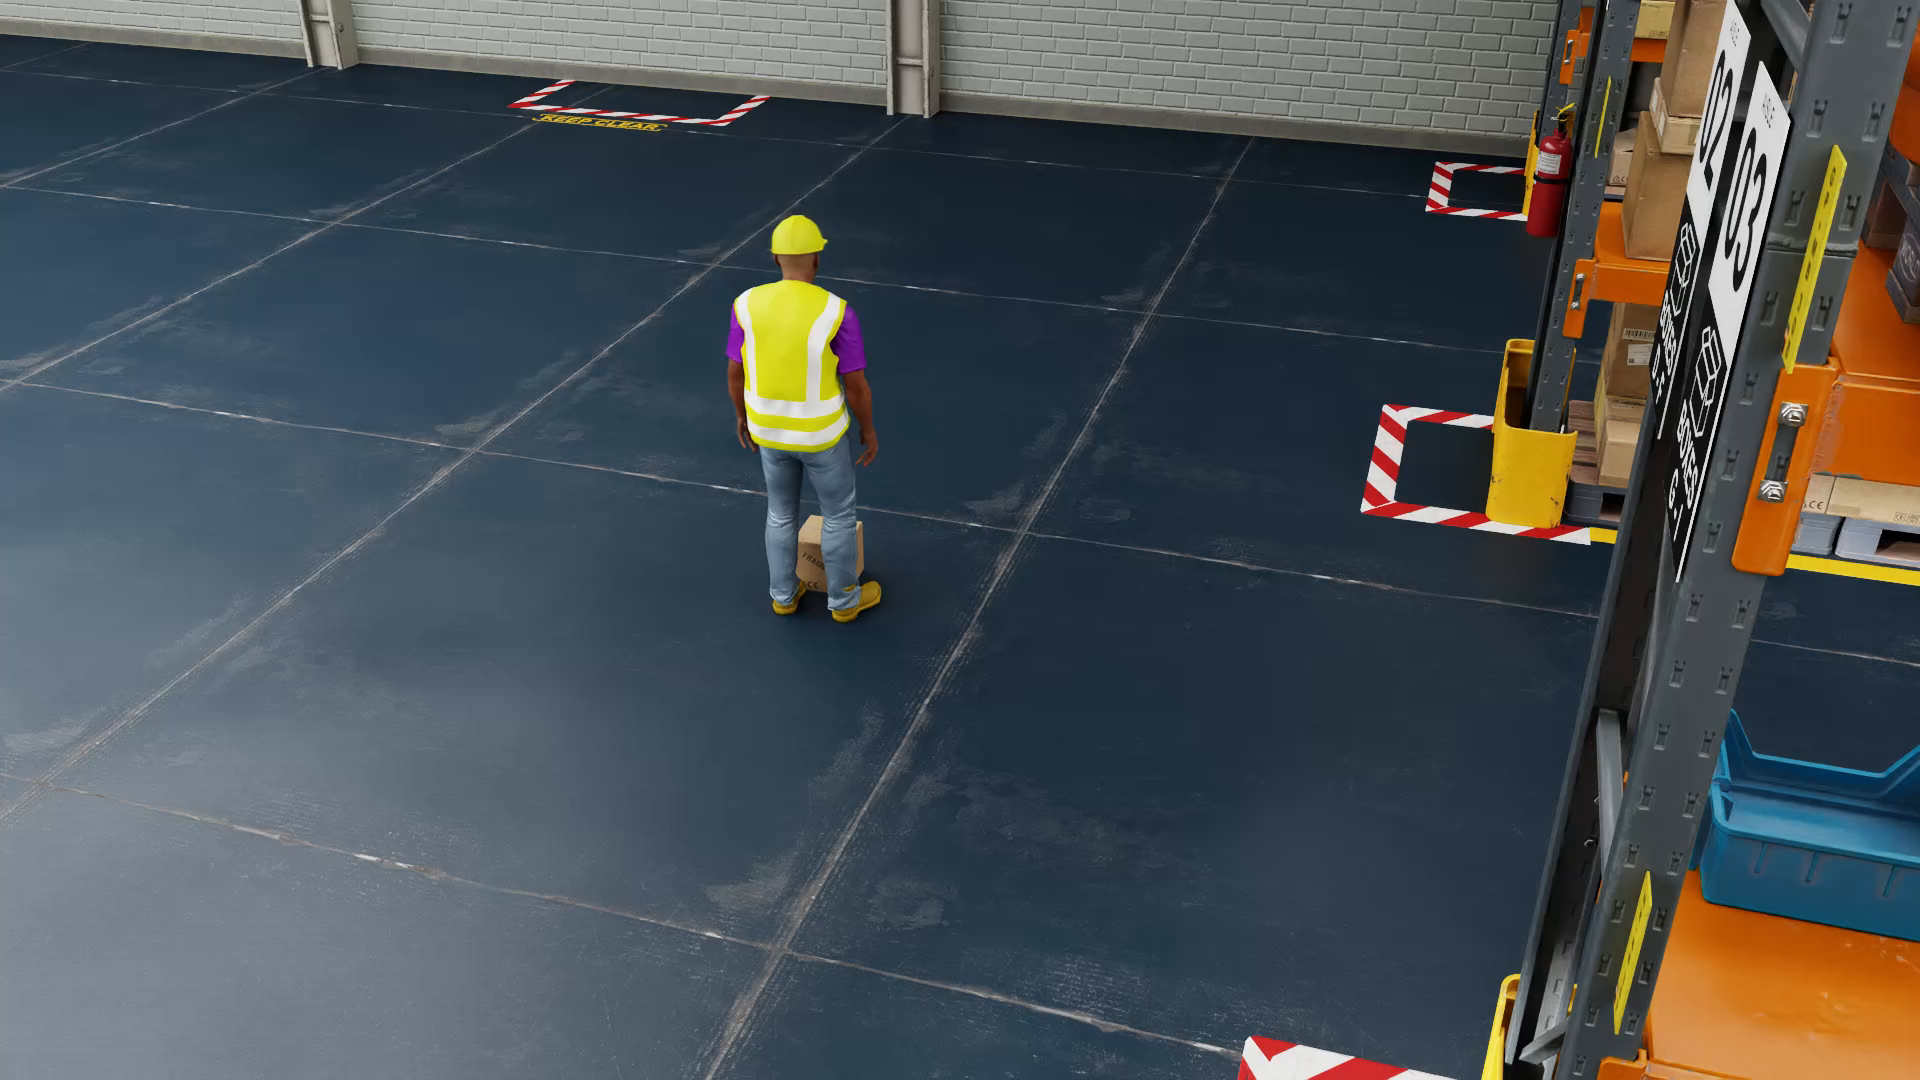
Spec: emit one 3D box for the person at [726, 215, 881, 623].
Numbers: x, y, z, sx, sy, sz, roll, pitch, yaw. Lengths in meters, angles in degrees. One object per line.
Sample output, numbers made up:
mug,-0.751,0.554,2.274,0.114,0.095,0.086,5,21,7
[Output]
person,-0.650,-0.487,6.983,0.628,1.761,0.461,8,30,15
